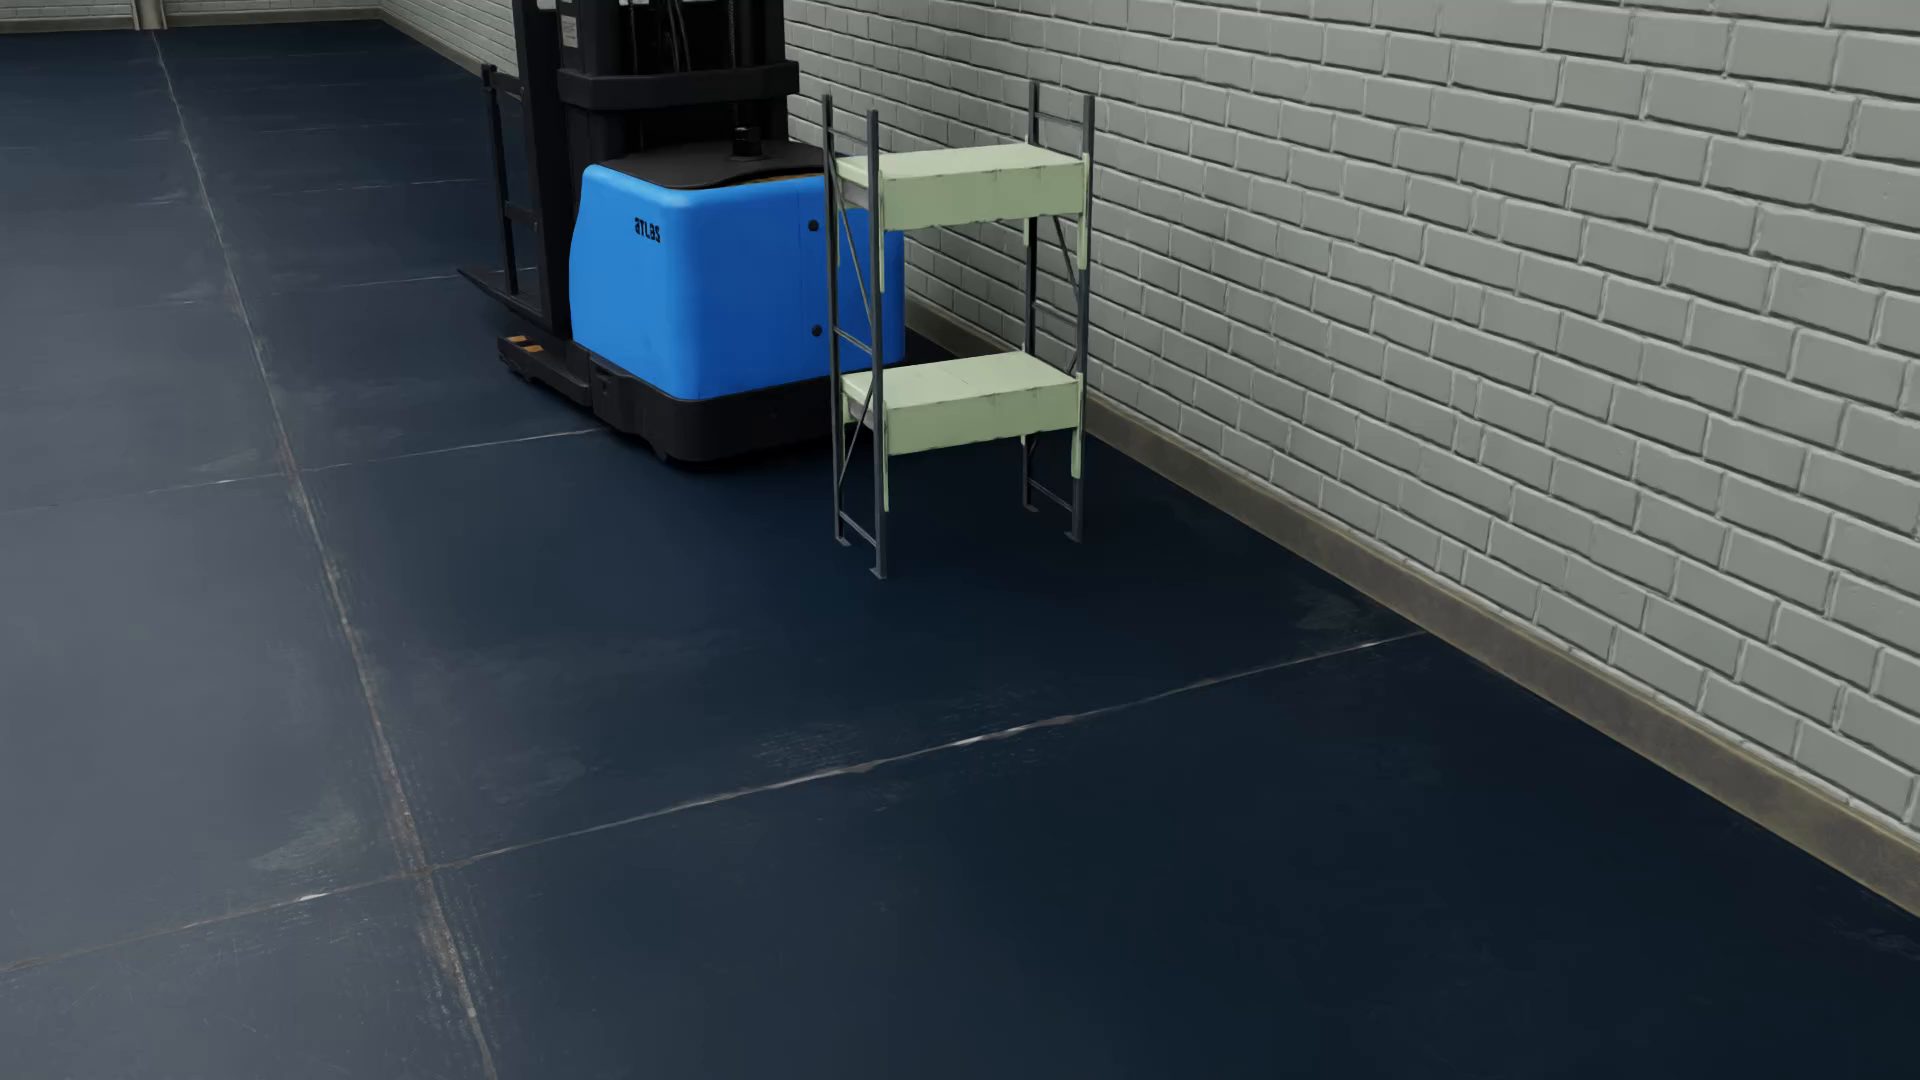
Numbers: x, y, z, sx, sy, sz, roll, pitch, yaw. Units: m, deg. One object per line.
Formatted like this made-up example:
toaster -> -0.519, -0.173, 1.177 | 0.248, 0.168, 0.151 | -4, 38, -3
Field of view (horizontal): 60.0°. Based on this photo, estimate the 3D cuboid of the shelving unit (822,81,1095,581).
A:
shelving unit -> -0.006, -0.692, 5.460 | 0.755, 1.500, 0.431 | -10, 25, -24

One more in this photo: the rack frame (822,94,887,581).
rack frame -> -0.336, -0.631, 5.314 | 0.023, 1.500, 0.400 | -10, 25, -24

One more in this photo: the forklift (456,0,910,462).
forklift -> -1.457, -2.156, 7.126 | 1.130, 2.935, 3.031 | -15, 27, -32

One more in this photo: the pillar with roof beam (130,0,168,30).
pillar with roof beam -> -9.004, -9.549, 17.053 | 0.400, 9.000, 9.100 | -10, 25, -24

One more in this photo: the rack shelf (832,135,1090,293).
rack shelf -> -0.006, -1.052, 5.311 | 0.720, 0.370, 0.431 | -10, 25, -24

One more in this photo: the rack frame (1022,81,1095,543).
rack frame -> 0.324, -0.753, 5.607 | 0.023, 1.500, 0.400 | -10, 25, -24

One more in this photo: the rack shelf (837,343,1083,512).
rack shelf -> -0.006, -0.391, 5.585 | 0.720, 0.370, 0.431 | -10, 25, -24
